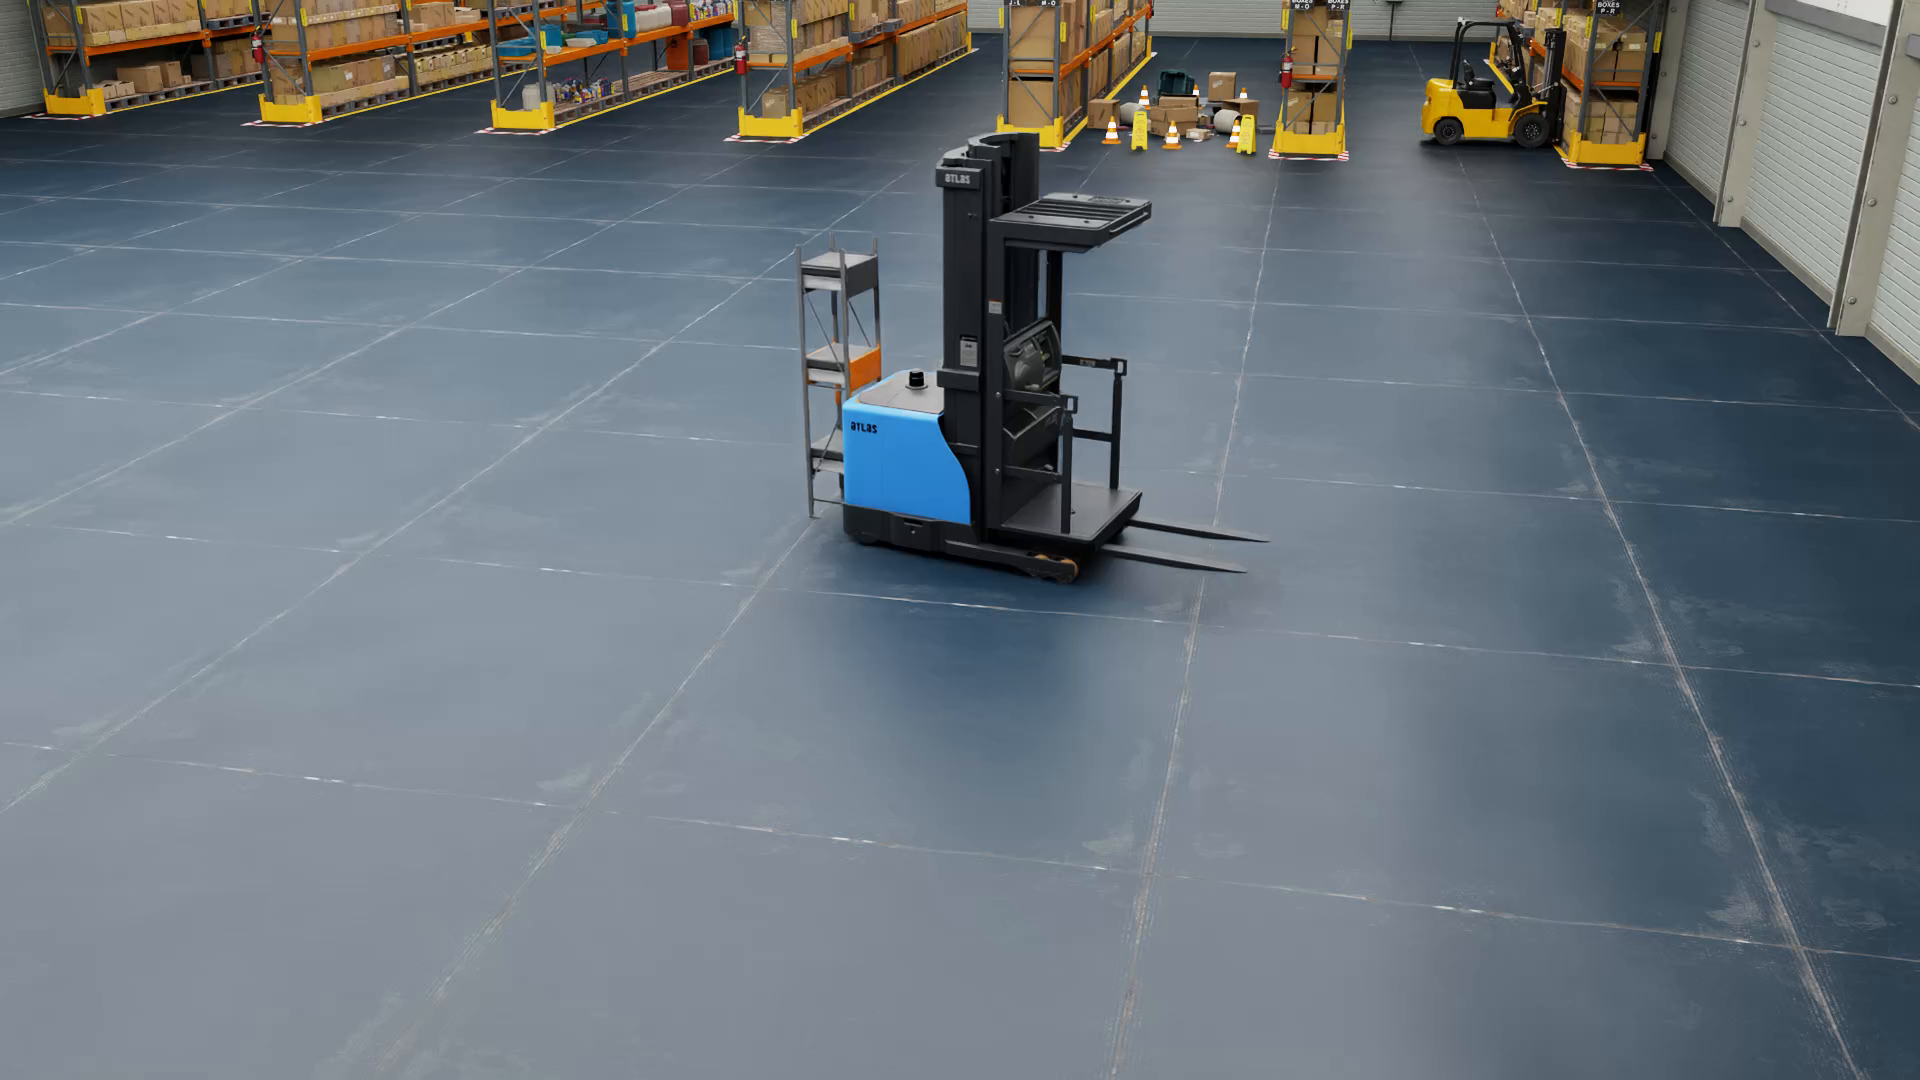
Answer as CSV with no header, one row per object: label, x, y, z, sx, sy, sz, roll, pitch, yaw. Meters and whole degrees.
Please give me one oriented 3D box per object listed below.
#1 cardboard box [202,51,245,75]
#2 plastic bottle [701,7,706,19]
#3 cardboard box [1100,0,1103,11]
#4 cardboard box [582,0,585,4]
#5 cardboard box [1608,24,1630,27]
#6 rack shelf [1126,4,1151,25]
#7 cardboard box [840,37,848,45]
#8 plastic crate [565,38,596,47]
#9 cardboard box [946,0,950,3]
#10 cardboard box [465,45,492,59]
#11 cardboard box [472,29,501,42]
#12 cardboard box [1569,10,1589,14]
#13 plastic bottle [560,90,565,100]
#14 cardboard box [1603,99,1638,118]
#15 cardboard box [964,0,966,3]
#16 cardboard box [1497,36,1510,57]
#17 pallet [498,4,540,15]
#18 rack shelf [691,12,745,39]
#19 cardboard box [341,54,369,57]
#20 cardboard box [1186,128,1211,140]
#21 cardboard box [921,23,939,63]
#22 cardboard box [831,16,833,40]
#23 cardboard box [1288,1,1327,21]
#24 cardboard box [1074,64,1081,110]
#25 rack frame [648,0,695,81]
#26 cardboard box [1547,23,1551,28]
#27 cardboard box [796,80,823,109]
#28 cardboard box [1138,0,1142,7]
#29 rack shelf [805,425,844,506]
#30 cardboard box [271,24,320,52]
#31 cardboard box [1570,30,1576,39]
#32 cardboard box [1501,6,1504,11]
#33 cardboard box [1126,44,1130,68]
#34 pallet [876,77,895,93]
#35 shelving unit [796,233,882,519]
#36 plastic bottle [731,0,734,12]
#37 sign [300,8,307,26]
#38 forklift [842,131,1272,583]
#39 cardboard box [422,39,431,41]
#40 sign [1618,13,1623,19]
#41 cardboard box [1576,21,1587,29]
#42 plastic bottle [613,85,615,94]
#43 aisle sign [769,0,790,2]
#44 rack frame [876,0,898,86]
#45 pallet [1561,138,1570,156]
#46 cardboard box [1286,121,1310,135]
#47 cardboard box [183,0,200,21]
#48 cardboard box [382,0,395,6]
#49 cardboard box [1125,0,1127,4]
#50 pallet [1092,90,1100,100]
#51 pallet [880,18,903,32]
cardboard box,-17.104,-11.082,38.613,0.700,0.500,0.500,4,22,10
plastic bottle,-6.161,-12.661,39.931,0.061,0.283,0.133,4,22,11
cardboard box,2.701,-11.651,35.796,0.700,0.500,0.500,4,22,10
cardboard box,-10.340,-14.524,44.266,0.500,0.500,0.500,5,22,12
cardboard box,11.619,-9.002,29.289,0.380,0.149,0.250,5,22,11
rack shelf,4.128,-13.350,42.450,1.077,0.370,4.000,4,22,11
cardboard box,-2.503,-10.224,34.061,0.380,0.149,0.250,4,22,11
plastic crate,-7.679,-10.084,33.729,0.530,0.136,0.437,4,22,11
cardboard box,-0.556,-13.959,42.801,0.500,0.250,0.500,5,22,12
cardboard box,-11.494,-11.630,39.584,0.500,0.311,0.500,5,22,12
cardboard box,-11.660,-12.434,40.966,0.500,0.250,0.500,5,23,13
cardboard box,12.706,-10.791,34.130,0.380,0.149,0.250,4,22,11
plastic bottle,-8.203,-9.176,34.279,0.097,0.201,0.097,0,22,0
cardboard box,11.282,-7.391,28.470,0.500,0.250,0.500,4,22,10
cardboard box,-0.049,-14.559,44.823,0.380,0.149,0.250,5,22,12
cardboard box,14.045,-12.518,42.201,0.797,0.503,0.637,4,22,9
pallet,-11.236,-13.284,41.579,1.003,0.211,1.213,4,22,11
rack shelf,-6.372,-12.680,40.786,1.077,0.370,4.000,4,22,11
cardboard box,-12.940,-10.136,35.621,0.500,0.500,0.500,4,22,11
cardboard box,4.428,-7.534,30.862,0.380,0.149,0.250,18,28,38
cardboard box,-1.226,-12.341,41.263,1.225,0.875,0.875,5,22,11
cardboard box,-3.036,-10.286,33.347,0.875,0.500,0.500,4,22,11
cardboard box,6.139,-9.260,29.459,0.700,0.500,0.500,5,22,11
cardboard box,1.891,-9.011,32.995,0.875,0.875,0.875,5,22,12
rack frame,-6.780,-12.282,38.835,1.000,3.000,0.127,4,22,11
cardboard box,11.872,-10.046,32.814,0.500,0.250,0.500,5,22,12
cardboard box,-3.027,-8.891,33.198,0.500,0.500,0.500,2,22,6
cardboard box,4.300,-13.662,41.728,0.500,0.500,0.500,4,22,10
rack shelf,-0.875,-0.544,12.795,0.431,0.518,0.480,9,24,24
cardboard box,-13.153,-9.952,32.914,0.700,0.500,0.500,4,22,11
cardboard box,11.202,-9.094,29.917,0.380,0.149,0.250,4,22,9
cardboard box,13.927,-13.482,42.151,0.380,0.149,0.250,4,22,11
cardboard box,3.816,-11.698,40.168,0.500,0.500,0.500,4,22,10
pallet,-2.092,-10.326,37.709,1.003,0.211,1.213,4,22,11
shelving unit,-0.885,-1.208,12.533,0.431,2.100,0.503,9,24,24
plastic bottle,-5.730,-13.434,41.851,0.061,0.283,0.133,4,22,11
sign,-12.718,-10.129,32.224,0.100,0.325,0.005,4,22,11
forklift,0.695,-1.284,11.617,3.031,2.935,1.130,10,24,23
cardboard box,-15.196,-14.172,46.312,0.700,0.500,0.500,5,22,12
sign,12.358,-9.706,31.173,0.100,0.325,0.005,4,22,11
cardboard box,11.274,-9.223,29.840,0.380,0.149,0.250,4,22,11
plastic bottle,-7.365,-9.569,35.255,0.097,0.201,0.097,0,22,0
aisle sign,-3.282,-10.139,30.034,0.394,0.787,0.004,4,22,11
rack frame,-1.931,-11.905,37.897,1.000,3.000,0.127,4,22,11
pallet,11.113,-6.836,29.044,1.003,0.211,1.213,4,22,11
cardboard box,6.045,-7.468,29.999,0.500,0.250,0.500,4,22,11
cardboard box,-17.088,-11.666,36.474,0.500,0.500,0.500,4,22,11
cardboard box,-12.529,-11.684,35.478,0.700,0.500,0.500,5,22,11
cardboard box,3.780,-12.912,39.774,0.380,0.149,0.250,5,22,11
pallet,2.418,-9.469,35.582,1.003,0.211,1.213,4,22,11
pallet,-1.972,-11.547,37.266,1.213,0.211,1.003,4,22,11
